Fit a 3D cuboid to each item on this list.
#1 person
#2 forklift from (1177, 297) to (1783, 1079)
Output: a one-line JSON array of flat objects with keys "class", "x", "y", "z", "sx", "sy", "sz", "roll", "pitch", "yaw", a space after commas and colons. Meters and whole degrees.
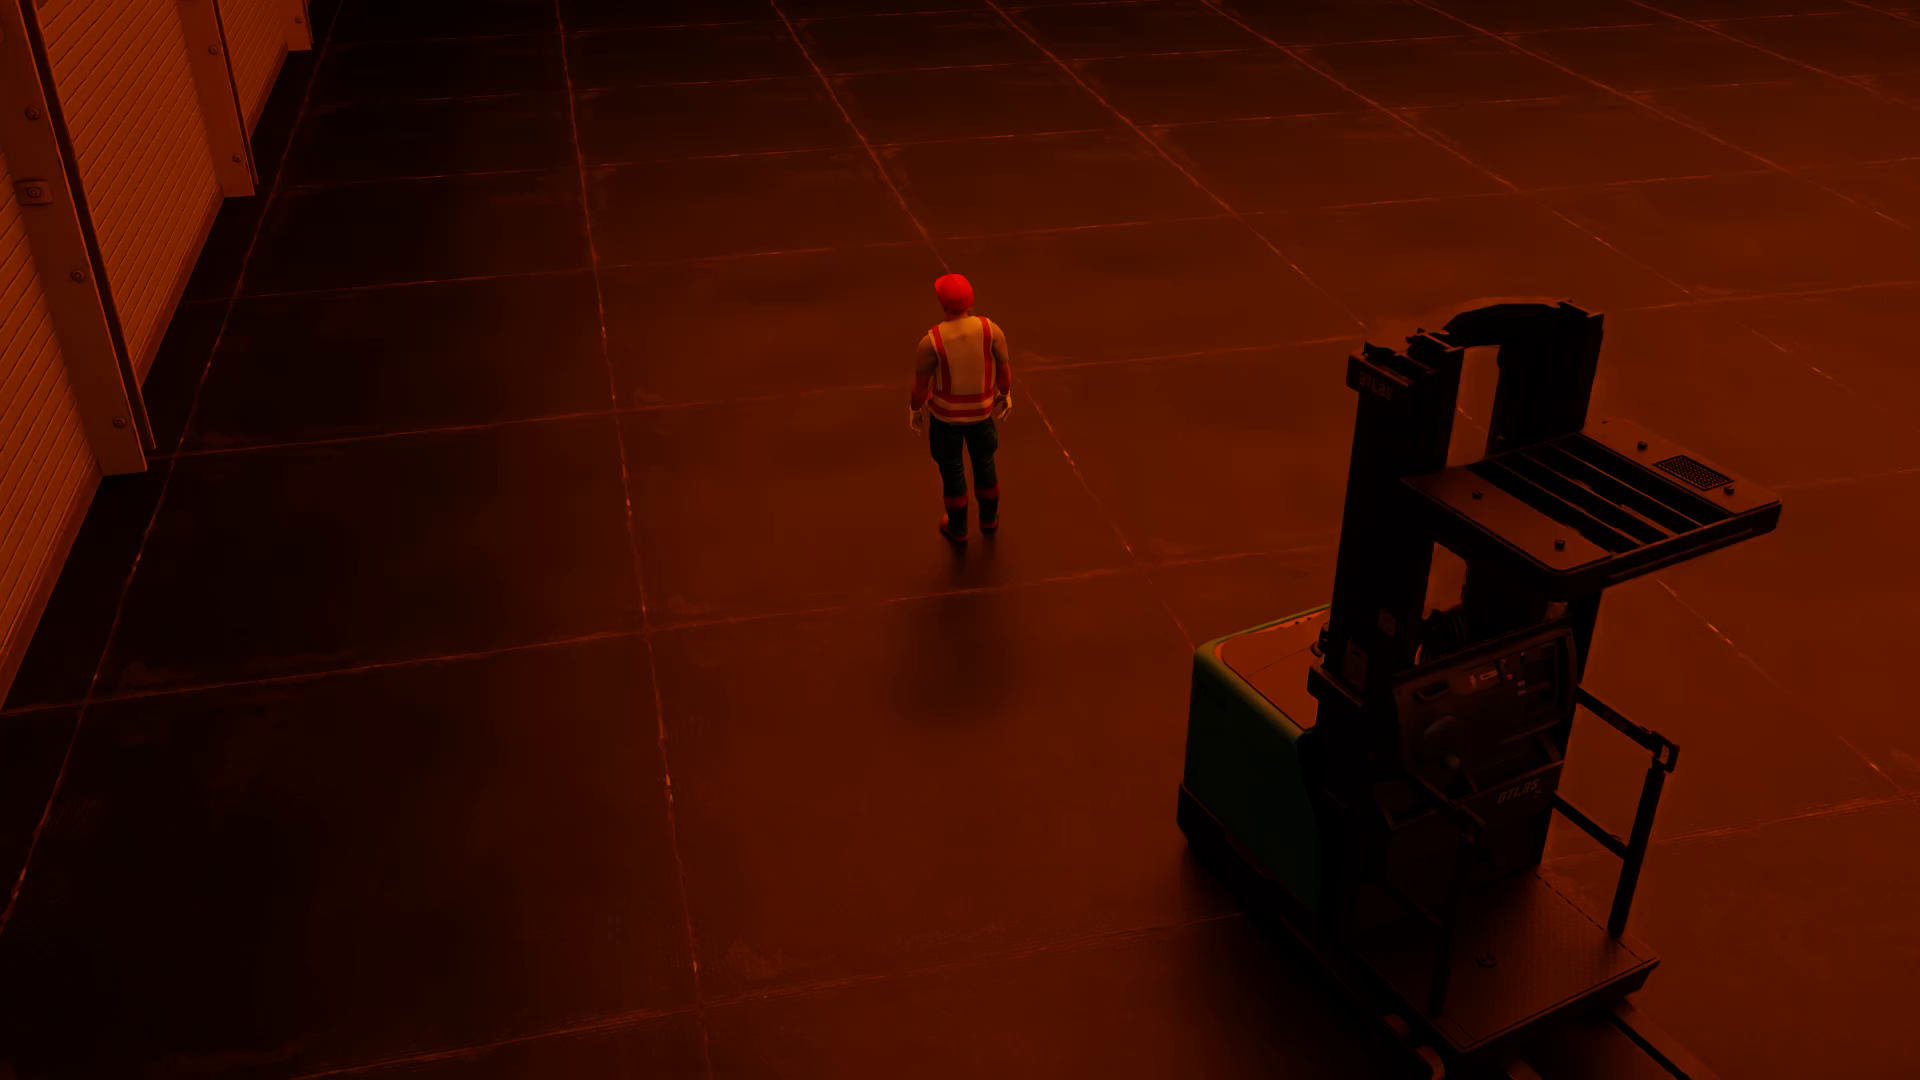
[{"class": "person", "x": -0.007, "y": -0.821, "z": 10.118, "sx": 0.637, "sy": 1.787, "sz": 0.564, "roll": -7, "pitch": 31, "yaw": -12}, {"class": "forklift", "x": 2.180, "y": 0.676, "z": 6.406, "sx": 1.130, "sy": 2.935, "sz": 3.031, "roll": -15, "pitch": 33, "yaw": -24}]
